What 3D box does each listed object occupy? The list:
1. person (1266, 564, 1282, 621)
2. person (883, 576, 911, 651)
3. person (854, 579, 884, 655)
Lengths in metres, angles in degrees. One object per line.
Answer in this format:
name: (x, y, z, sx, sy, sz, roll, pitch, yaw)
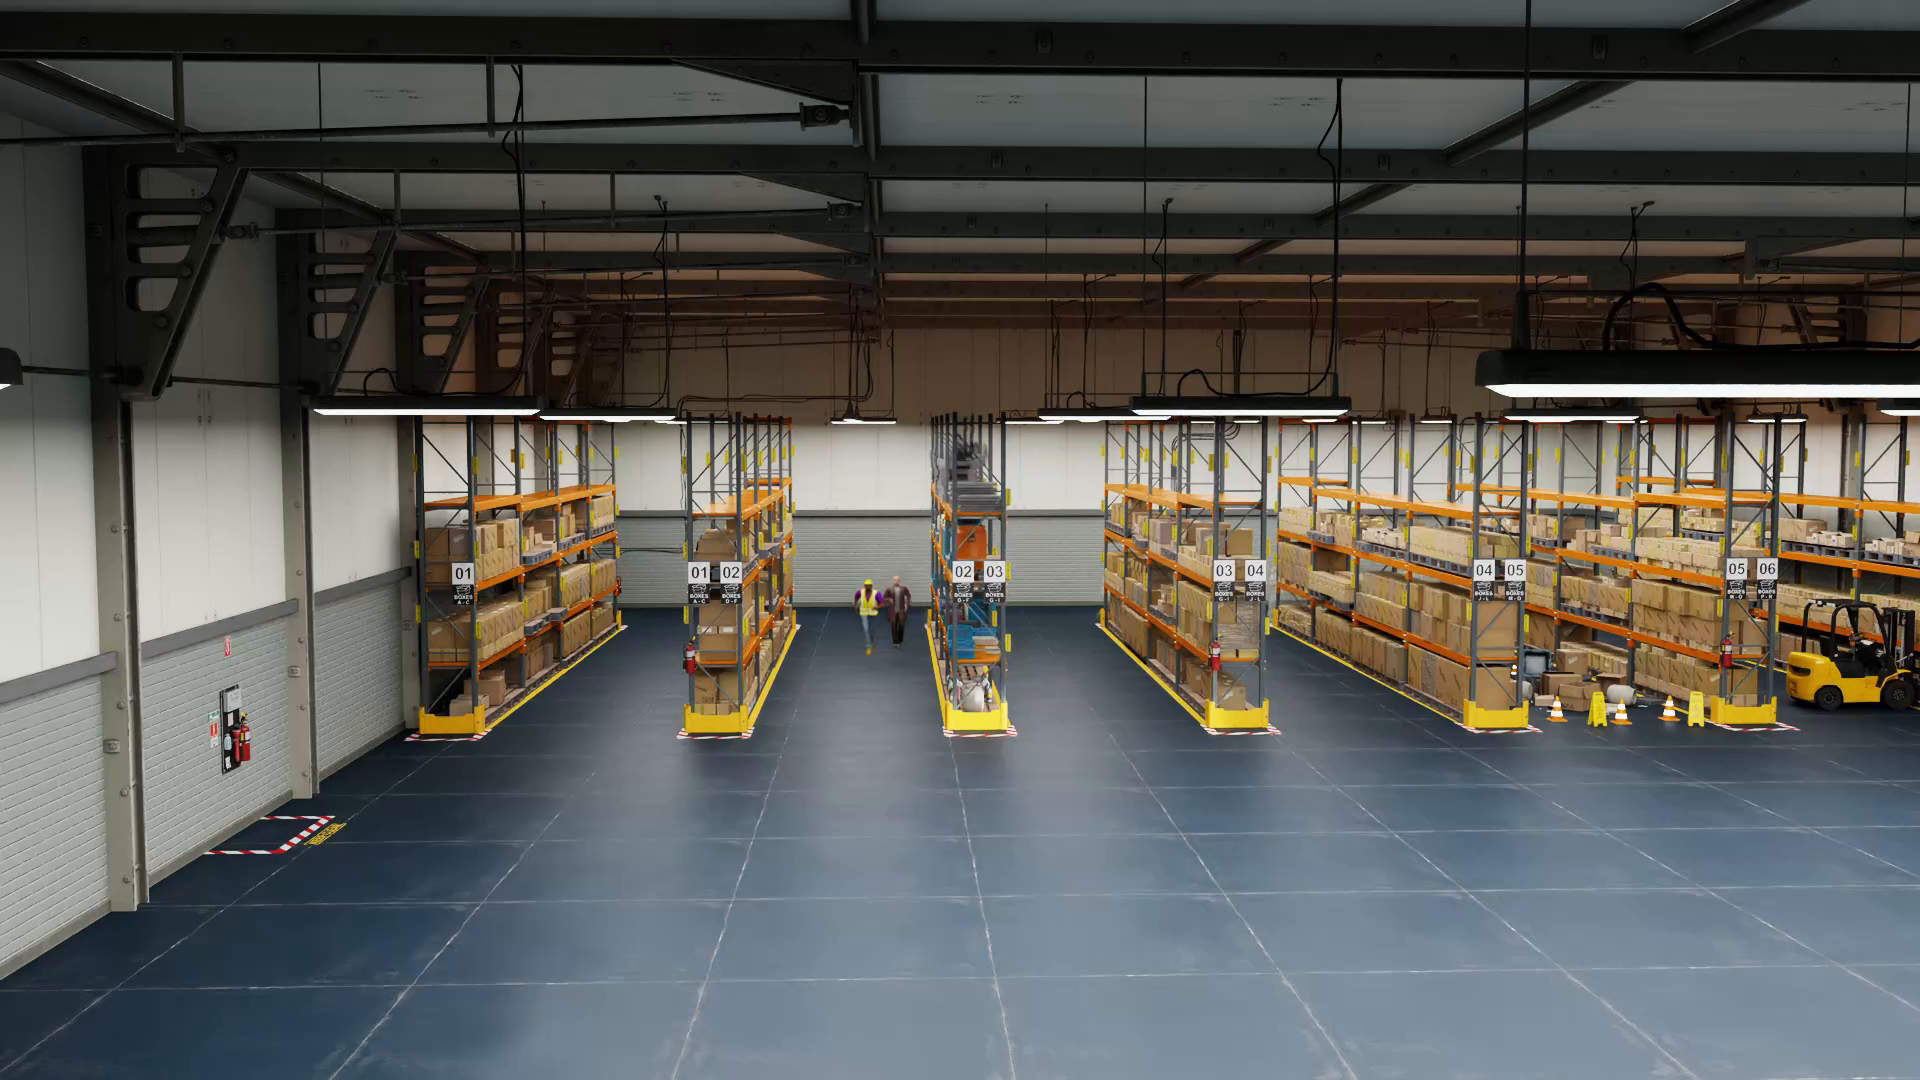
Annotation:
person: (9.281, 1.557, 48.860, 0.902, 1.691, 0.609, -1, 4, -17)
person: (-1.531, 1.804, 40.741, 0.692, 1.846, 0.706, 0, 4, -4)
person: (-2.186, 1.838, 39.977, 0.727, 1.799, 0.965, 0, 4, 0)
